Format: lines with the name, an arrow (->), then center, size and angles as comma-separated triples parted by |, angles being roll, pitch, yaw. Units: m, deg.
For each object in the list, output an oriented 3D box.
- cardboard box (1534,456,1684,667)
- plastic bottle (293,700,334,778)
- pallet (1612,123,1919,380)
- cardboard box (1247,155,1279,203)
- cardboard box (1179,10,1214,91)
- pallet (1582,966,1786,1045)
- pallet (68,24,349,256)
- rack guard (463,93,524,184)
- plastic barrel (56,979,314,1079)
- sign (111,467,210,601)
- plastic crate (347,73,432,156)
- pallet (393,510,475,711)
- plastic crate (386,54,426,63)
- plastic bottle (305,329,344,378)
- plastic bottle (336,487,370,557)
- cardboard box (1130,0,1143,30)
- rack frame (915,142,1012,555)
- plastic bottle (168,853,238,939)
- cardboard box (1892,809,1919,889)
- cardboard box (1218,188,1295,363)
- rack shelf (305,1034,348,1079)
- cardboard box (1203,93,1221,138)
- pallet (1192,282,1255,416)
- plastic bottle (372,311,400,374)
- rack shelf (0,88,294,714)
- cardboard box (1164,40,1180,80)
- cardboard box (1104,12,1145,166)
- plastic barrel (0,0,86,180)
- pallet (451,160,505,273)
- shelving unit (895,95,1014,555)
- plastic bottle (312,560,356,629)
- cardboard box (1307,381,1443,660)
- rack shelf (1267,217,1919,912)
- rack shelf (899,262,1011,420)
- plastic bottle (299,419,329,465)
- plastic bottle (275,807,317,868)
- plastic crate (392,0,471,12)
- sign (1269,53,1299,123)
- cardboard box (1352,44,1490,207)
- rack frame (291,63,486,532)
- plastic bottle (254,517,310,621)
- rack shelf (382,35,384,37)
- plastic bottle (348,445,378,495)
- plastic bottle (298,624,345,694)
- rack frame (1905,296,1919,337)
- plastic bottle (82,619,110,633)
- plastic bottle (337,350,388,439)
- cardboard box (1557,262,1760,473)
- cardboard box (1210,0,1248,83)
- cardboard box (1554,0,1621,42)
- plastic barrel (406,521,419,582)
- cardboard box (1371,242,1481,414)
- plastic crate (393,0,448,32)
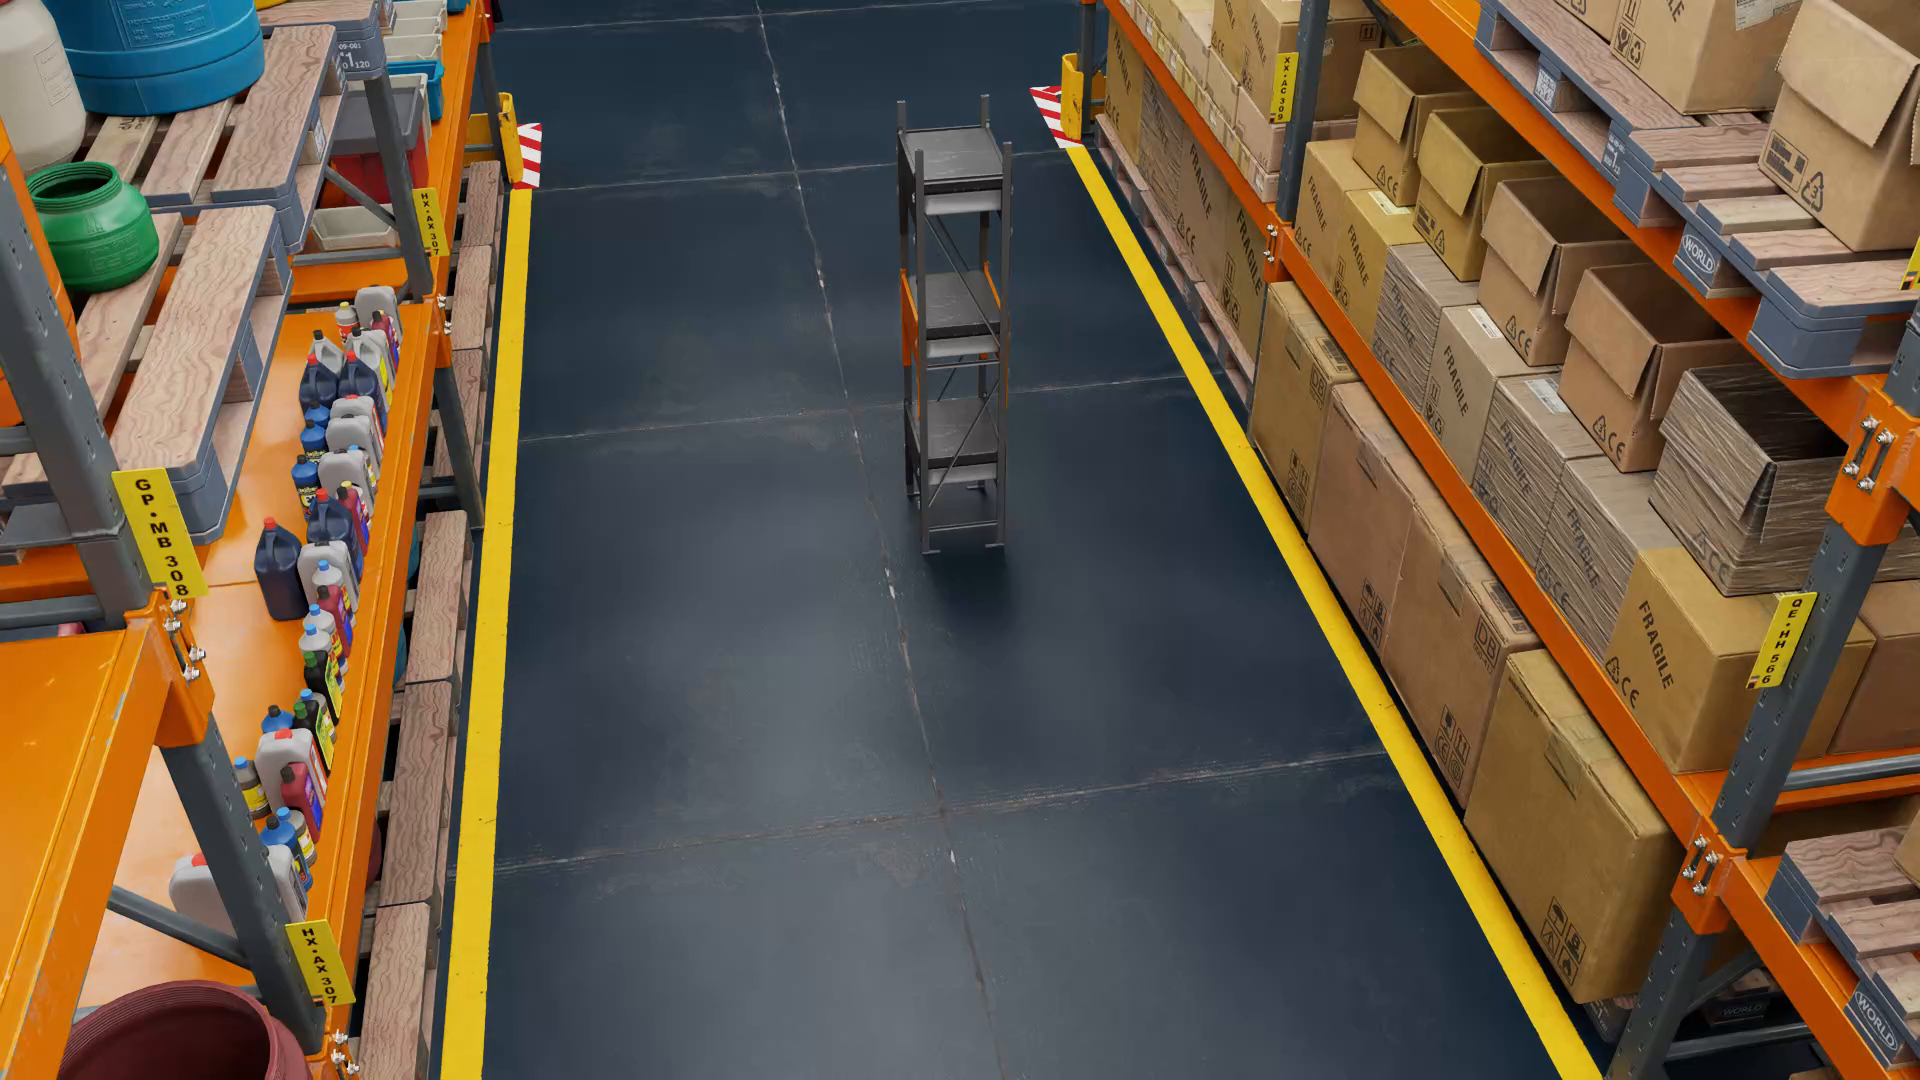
cardboard box -> 2.313, 0.053, 5.555 | 0.500, 0.500, 0.500 | -7, 38, -8
plastic bottle -> -1.969, 0.583, 5.050 | 0.061, 0.283, 0.133 | -6, 38, -8
pallet -> 2.560, -0.827, 4.479 | 1.213, 0.211, 1.003 | -5, 38, -6
cardboard box -> 1.648, -1.800, 8.227 | 0.380, 0.149, 0.250 | -6, 38, -8
cardboard box -> 1.505, -2.668, 9.018 | 0.500, 0.250, 0.500 | -5, 38, -7
pallet -> 2.661, 1.283, 6.327 | 1.003, 0.211, 1.213 | -6, 38, -8
pallet -> -2.417, -1.180, 4.933 | 1.003, 0.211, 1.213 | -6, 38, -8
rack guard -> -3.571, -2.660, 11.166 | 1.175, 0.500, 0.348 | -6, 38, -8
plastic barrel -> -1.772, 1.392, 3.802 | 0.600, 0.536, 0.708 | -6, 38, -8
sign -> -1.611, -0.008, 3.356 | 0.100, 0.325, 0.005 | -6, 38, -8
plastic crate -> -2.939, -2.137, 8.503 | 0.437, 0.282, 0.530 | -6, 38, -8
pallet -> -2.758, 0.354, 7.522 | 1.003, 0.211, 1.213 | -6, 38, -8
plastic crate -> -3.053, -2.561, 9.168 | 0.298, 0.136, 0.250 | -6, 38, -8
plastic bottle -> -2.511, -0.663, 6.598 | 0.144, 0.351, 0.185 | -6, 38, -8
plastic bottle -> -2.163, -0.087, 5.912 | 0.061, 0.283, 0.133 | -6, 38, -8
cardboard box -> 1.242, -3.197, 10.025 | 0.380, 0.149, 0.250 | -7, 38, -9
rack frame -> 0.014, -0.782, 7.445 | 0.400, 2.100, 0.015 | -6, 38, -8
plastic bottle -> -2.059, 0.968, 4.561 | 0.152, 0.276, 0.135 | -6, 38, -8
cardboard box -> 2.859, 0.782, 4.274 | 0.500, 0.500, 0.500 | -11, 39, -14
cardboard box -> 1.987, -1.484, 9.005 | 0.875, 0.875, 0.875 | -6, 38, -8
rack shelf -> -1.801, 2.690, 2.828 | 1.077, 0.370, 4.000 | -6, 38, -8
cardboard box -> 1.513, -2.266, 8.826 | 0.380, 0.149, 0.250 | -6, 38, -7
pallet -> 1.967, -1.117, 9.415 | 1.003, 0.211, 1.213 | -6, 38, -8
plastic bottle -> -2.380, -0.833, 6.873 | 0.061, 0.283, 0.133 | -6, 38, -8
rack shelf -> -2.502, -0.910, 5.018 | 1.077, 0.370, 4.000 | -6, 38, -8
cardboard box -> 1.379, -2.730, 9.424 | 0.380, 0.149, 0.250 | -6, 38, -7
cardboard box -> 1.513, -3.115, 11.104 | 0.875, 0.875, 0.875 | -6, 38, -8
plastic barrel -> -2.610, -1.260, 4.429 | 0.433, 0.535, 0.433 | 0, 38, 0
pallet -> -3.447, -2.030, 10.591 | 1.003, 0.211, 1.213 | -6, 38, -8
shelving unit -> -0.029, -0.929, 7.634 | 0.431, 2.100, 0.503 | -6, 38, -8
plastic bottle -> -2.105, 0.183, 5.575 | 0.097, 0.271, 0.097 | 0, 38, 0
cardboard box -> 2.313, -0.153, 7.292 | 1.225, 0.875, 0.875 | -7, 38, -10
rack shelf -> 2.374, -0.258, 6.624 | 1.077, 0.370, 4.000 | -6, 38, -8
rack shelf -> -0.029, -0.918, 7.643 | 0.431, 0.518, 0.480 | -6, 38, -8
plastic bottle -> -2.409, -0.332, 6.238 | 0.097, 0.271, 0.097 | 0, 38, 0
plastic bottle -> -1.919, 0.849, 4.774 | 0.097, 0.201, 0.097 | 0, 38, 0
plastic crate -> -3.311, -3.489, 10.118 | 0.616, 0.435, 0.499 | -6, 38, -8
sign -> 1.478, -2.063, 7.590 | 0.100, 0.325, 0.005 | -6, 38, -8
cardboard box -> 2.144, -1.801, 7.124 | 0.797, 0.503, 0.637 | -7, 38, -9
rack frame -> -2.852, -1.218, 7.272 | 1.000, 3.000, 0.127 | -6, 38, -8
plastic bottle -> -2.302, 0.085, 5.636 | 0.144, 0.351, 0.185 | -6, 38, -8
rack shelf -> -3.203, -3.326, 8.128 | 1.077, 0.370, 4.000 | -6, 38, -8
plastic bottle -> -2.242, -0.262, 6.204 | 0.097, 0.201, 0.097 | 0, 38, 0
plastic bottle -> -2.047, 0.381, 5.320 | 0.097, 0.271, 0.097 | 0, 38, 0
rack frame -> 2.725, -1.703, 3.008 | 1.000, 3.000, 0.127 | -6, 38, -8
plastic bottle -> -2.829, 0.228, 5.451 | 0.144, 0.351, 0.185 | -6, 38, -8
plastic bottle -> -2.337, -0.567, 6.474 | 0.144, 0.351, 0.185 | -6, 38, -8
cardboard box -> 2.501, -0.607, 5.587 | 0.797, 0.503, 0.637 | -5, 38, -7
cardboard box -> 1.596, -2.657, 8.393 | 0.500, 0.500, 0.500 | -6, 38, -7
cardboard box -> 2.346, -1.957, 5.353 | 0.797, 0.503, 0.637 | -7, 38, -9
plastic barrel -> -2.774, -0.224, 7.362 | 0.600, 0.901, 0.708 | -6, 38, -8
cardboard box -> 2.035, -0.879, 6.755 | 0.500, 0.500, 0.500 | -7, 38, -9
plastic crate -> -3.233, -3.080, 9.836 | 0.396, 0.136, 0.243 | -6, 38, -8
